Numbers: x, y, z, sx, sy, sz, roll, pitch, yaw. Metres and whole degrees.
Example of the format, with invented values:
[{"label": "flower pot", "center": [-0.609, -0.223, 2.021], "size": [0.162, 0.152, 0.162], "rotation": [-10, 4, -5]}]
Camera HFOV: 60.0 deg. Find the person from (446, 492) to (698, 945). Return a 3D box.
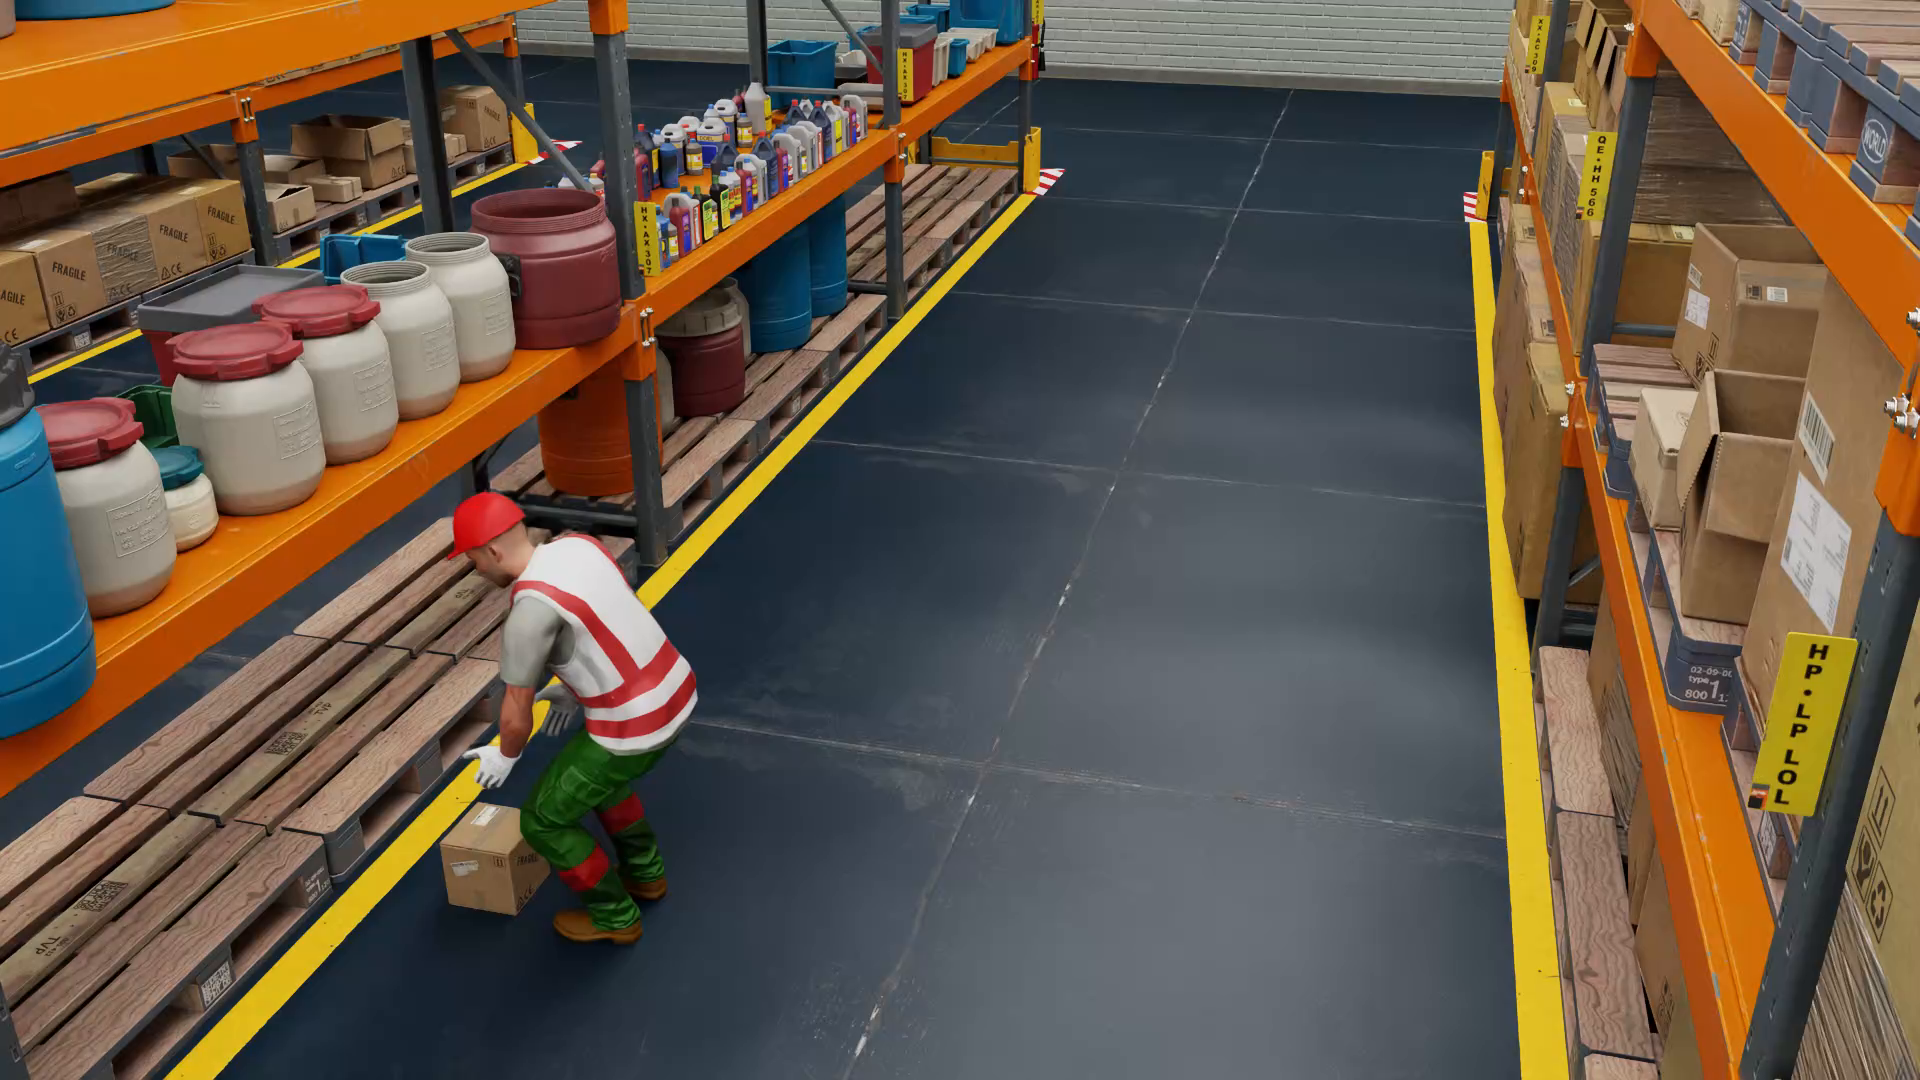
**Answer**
[{"label": "person", "center": [-1.197, 0.567, 5.209], "size": [0.711, 1.500, 0.581], "rotation": [6, 26, 13]}]
